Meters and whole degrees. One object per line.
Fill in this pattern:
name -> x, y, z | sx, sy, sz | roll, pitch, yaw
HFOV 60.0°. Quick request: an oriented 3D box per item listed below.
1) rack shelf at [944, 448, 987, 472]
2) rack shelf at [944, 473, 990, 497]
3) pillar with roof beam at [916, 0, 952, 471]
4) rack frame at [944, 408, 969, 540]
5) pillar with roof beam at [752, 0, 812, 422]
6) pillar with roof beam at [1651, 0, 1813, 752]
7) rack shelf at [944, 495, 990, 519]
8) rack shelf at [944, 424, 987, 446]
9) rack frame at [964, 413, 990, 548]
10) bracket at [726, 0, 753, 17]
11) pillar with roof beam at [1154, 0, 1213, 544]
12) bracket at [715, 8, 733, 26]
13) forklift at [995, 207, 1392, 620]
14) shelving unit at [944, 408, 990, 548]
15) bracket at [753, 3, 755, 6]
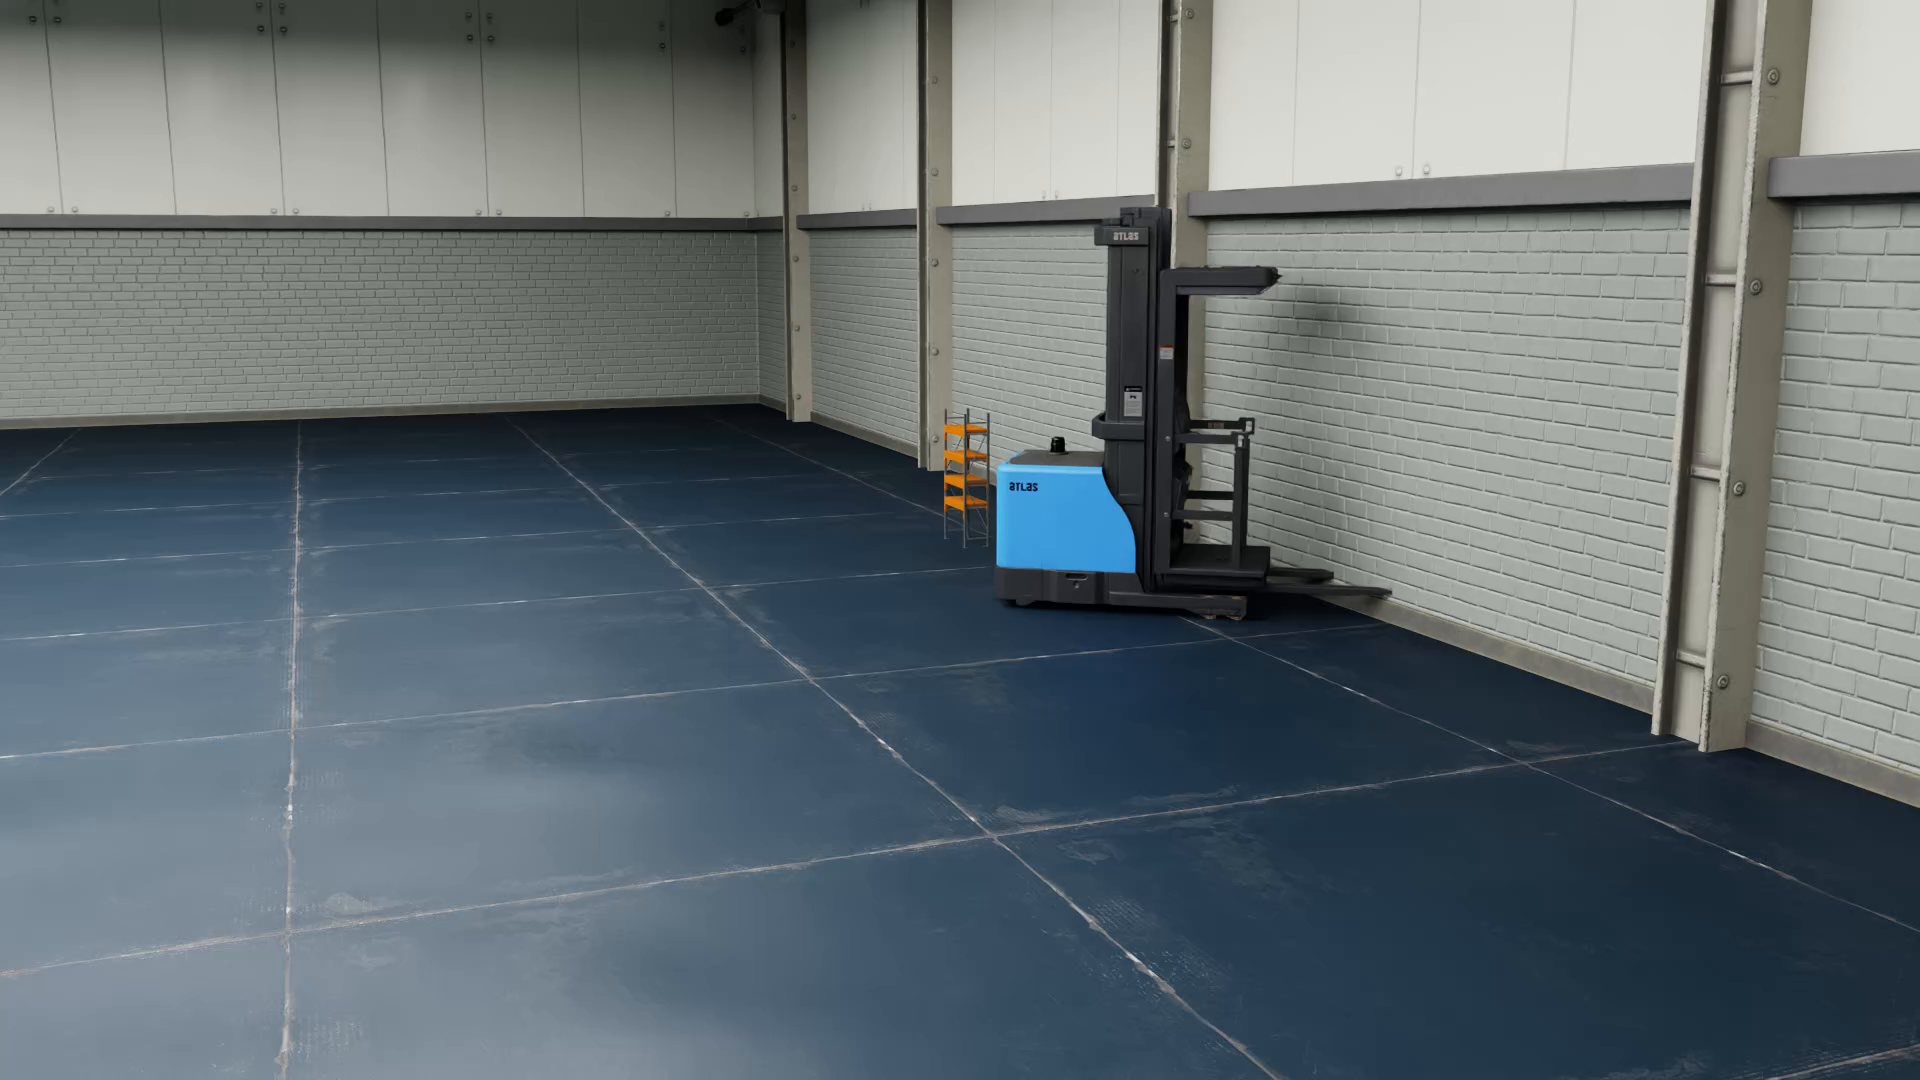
rack shelf -> 0.060, -0.718, 14.966 | 0.258, 0.148, 0.480 | -4, 11, -21
rack shelf -> 0.060, -0.497, 15.005 | 0.258, 0.148, 0.480 | -4, 11, -21
pillar with roof beam -> -4.311, -5.024, 17.797 | 9.100, 9.000, 0.400 | -4, 11, -21
rack frame -> -0.028, -0.604, 15.217 | 0.240, 1.200, 0.015 | -4, 11, -21
pillar with roof beam -> -6.486, -6.003, 23.303 | 9.100, 9.000, 0.548 | -4, 11, -21
pillar with roof beam -> 0.037, -3.065, 6.785 | 9.100, 9.000, 0.400 | -4, 11, -21
rack shelf -> 0.060, -0.302, 15.040 | 0.258, 0.148, 0.480 | -4, 11, -21
rack shelf -> 0.060, -0.951, 14.924 | 0.258, 0.148, 0.480 | -4, 11, -21
rack frame -> 0.148, -0.524, 14.769 | 0.240, 1.200, 0.015 | -4, 11, -21
bracket -> -3.599, -8.384, 26.410 | 0.076, 0.066, 3.189 | -4, 11, -21
pillar with roof beam -> -2.137, -4.044, 12.291 | 9.100, 9.000, 0.400 | -4, 11, -21
bracket -> -3.813, -8.480, 26.952 | 0.235, 0.232, 0.430 | -4, 11, -21
forklift -> 1.832, -0.967, 12.315 | 3.031, 2.935, 1.130 | 2, 10, 13
shelving unit -> 0.060, -0.564, 14.993 | 0.258, 1.200, 0.503 | -4, 11, -21
bracket -> -2.954, -8.094, 24.777 | 0.235, 0.232, 0.430 | -4, 11, -21
